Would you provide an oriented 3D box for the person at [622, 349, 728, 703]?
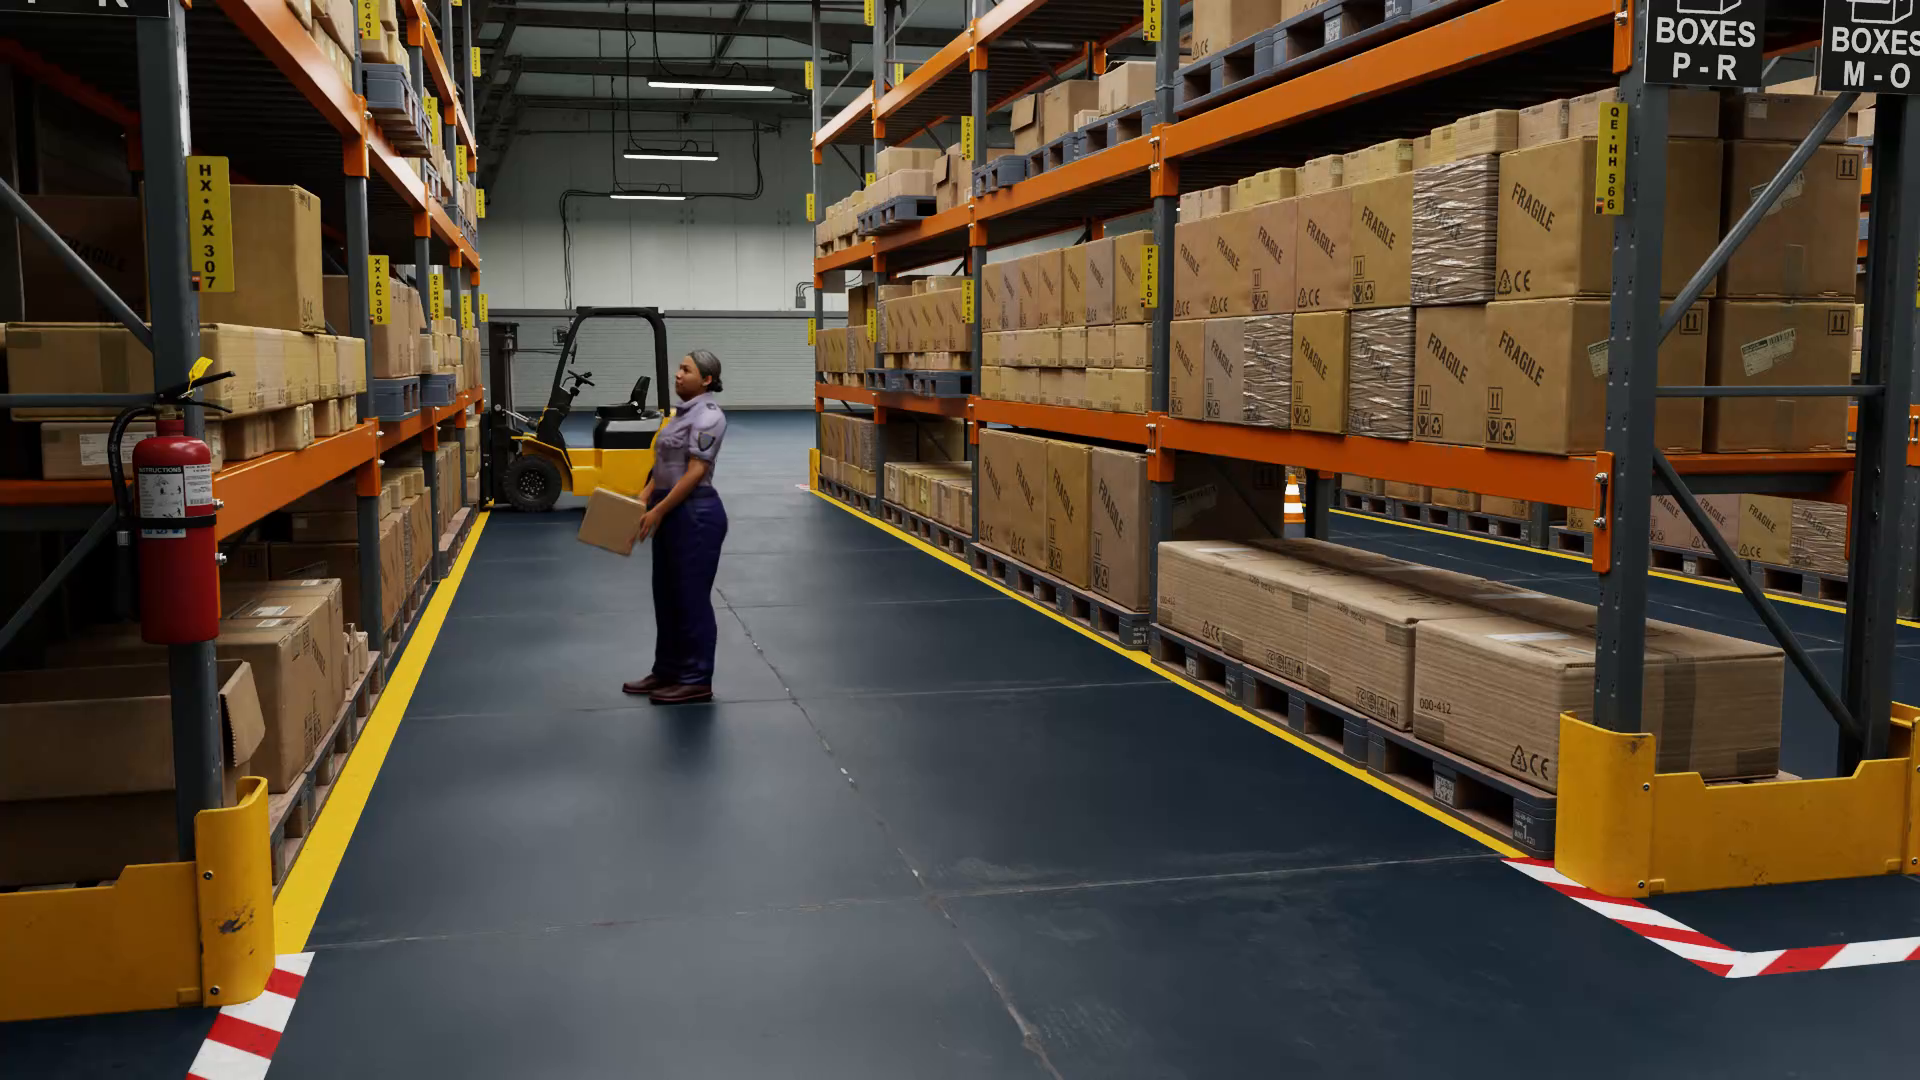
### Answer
[{"bbox_3d":[-1.339,-0.068,7.848,0.460,1.652,0.536,-3,7,-25],"label":"person"}]
